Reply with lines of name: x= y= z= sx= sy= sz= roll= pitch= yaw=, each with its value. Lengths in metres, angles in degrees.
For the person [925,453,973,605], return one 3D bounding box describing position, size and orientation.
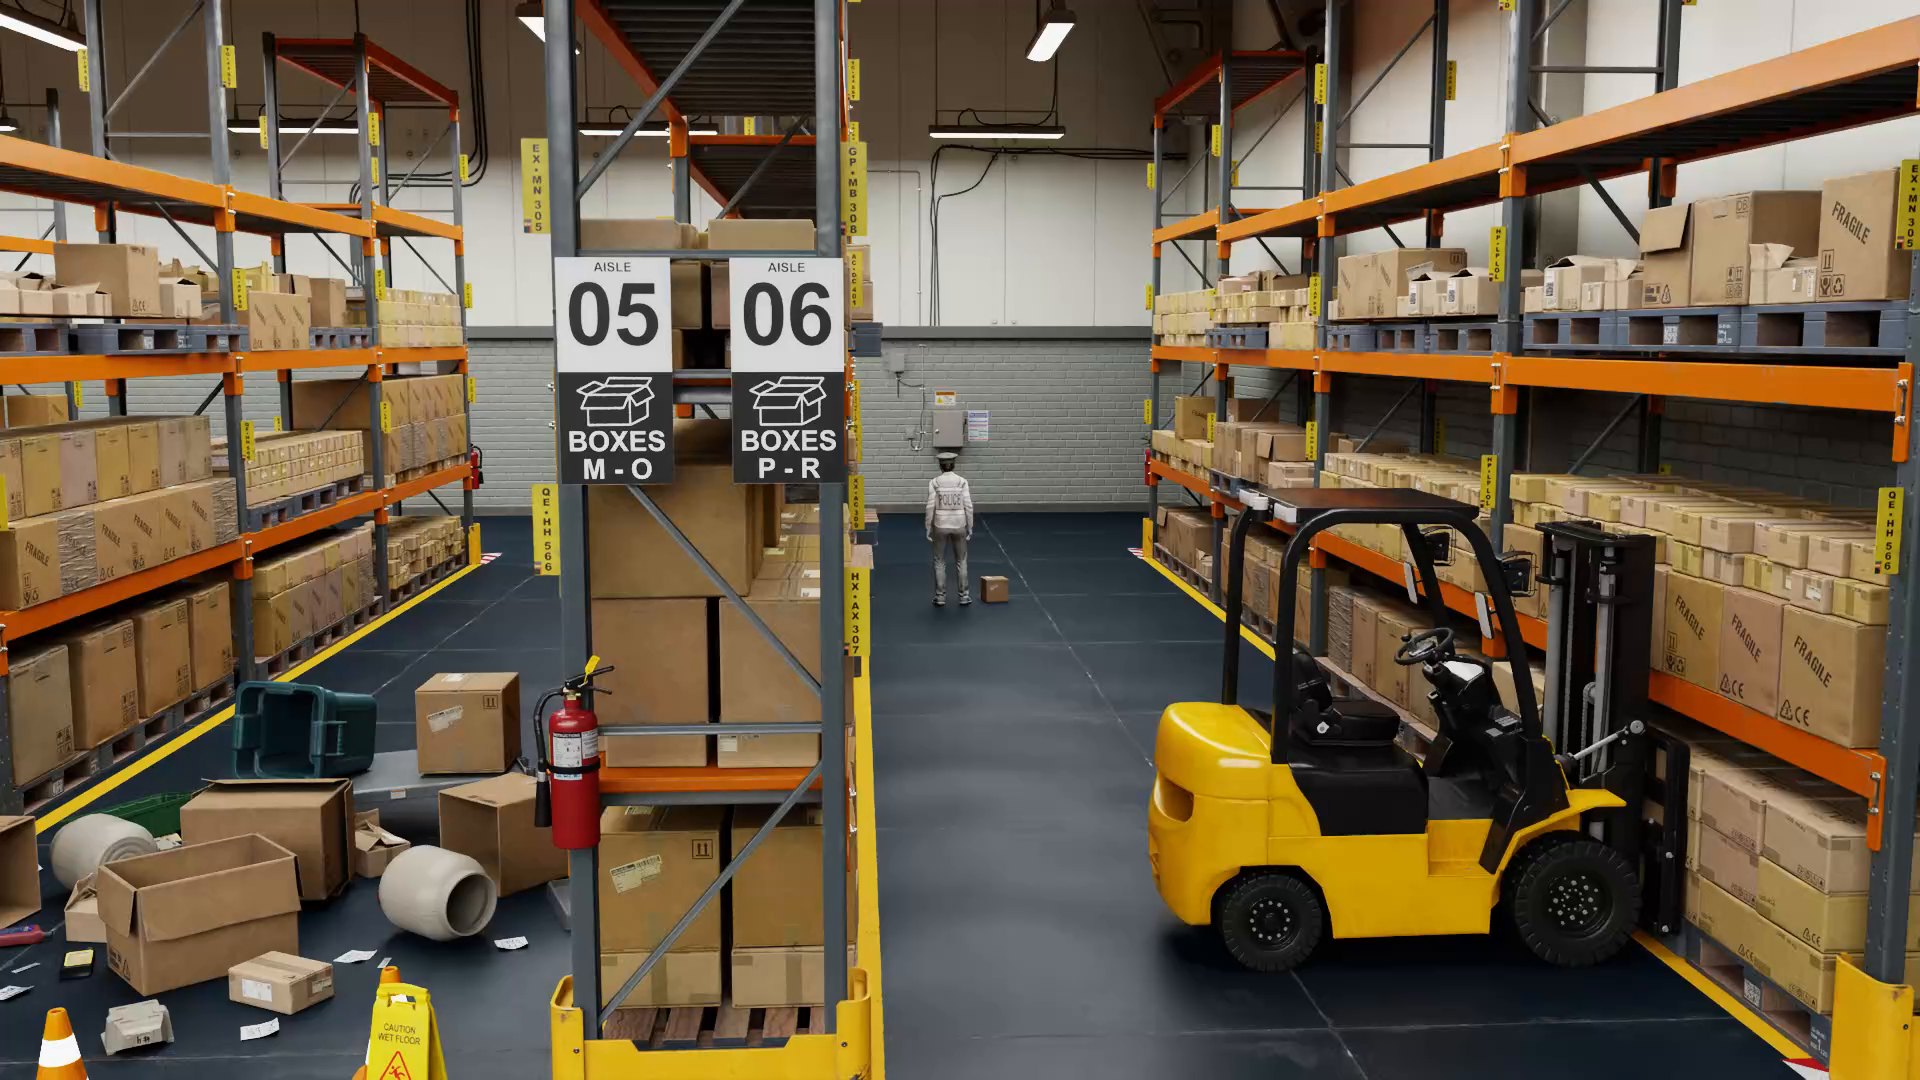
person: x=-0.121 y=-0.122 z=18.235 sx=0.526 sy=1.663 sz=0.343 roll=-1 pitch=7 yaw=-5
